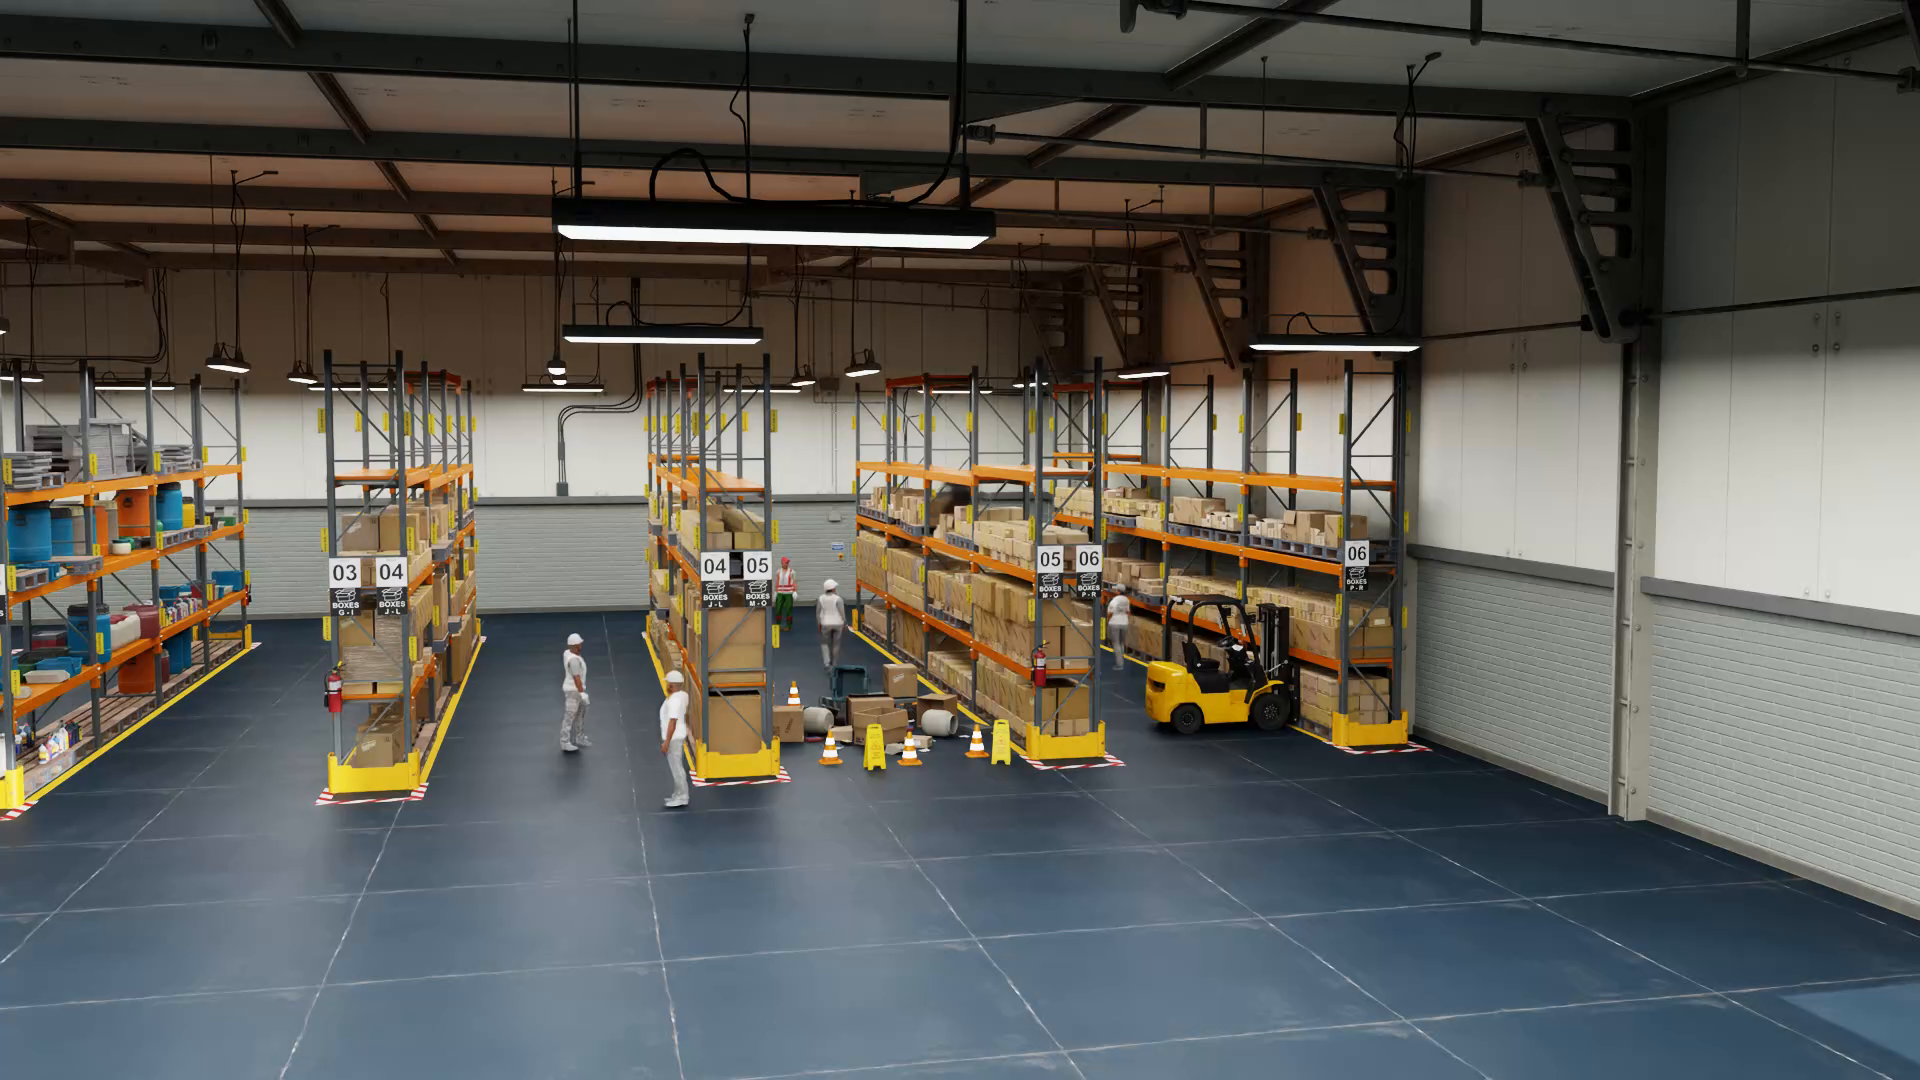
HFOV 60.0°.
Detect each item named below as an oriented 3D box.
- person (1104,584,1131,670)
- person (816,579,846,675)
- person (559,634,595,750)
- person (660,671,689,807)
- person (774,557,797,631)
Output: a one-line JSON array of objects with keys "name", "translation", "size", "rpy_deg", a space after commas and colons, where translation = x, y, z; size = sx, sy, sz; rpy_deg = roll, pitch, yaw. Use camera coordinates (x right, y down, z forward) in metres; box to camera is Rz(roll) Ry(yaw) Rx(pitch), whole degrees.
[{"name": "person", "translation": [2.990, 1.676, 31.784], "size": [0.558, 1.703, 0.720], "rpy_deg": [-2, 4, -22]}, {"name": "person", "translation": [-2.435, 1.651, 31.450], "size": [0.574, 1.834, 0.420], "rpy_deg": [0, 4, -4]}, {"name": "person", "translation": [-5.919, 2.344, 25.644], "size": [0.480, 1.825, 0.662], "rpy_deg": [0, 4, -6]}, {"name": "person", "translation": [-3.744, 2.605, 21.818], "size": [0.360, 1.782, 0.631], "rpy_deg": [0, 4, -3]}, {"name": "person", "translation": [-4.235, 1.324, 40.257], "size": [0.610, 1.822, 0.463], "rpy_deg": [2, 4, 26]}]
